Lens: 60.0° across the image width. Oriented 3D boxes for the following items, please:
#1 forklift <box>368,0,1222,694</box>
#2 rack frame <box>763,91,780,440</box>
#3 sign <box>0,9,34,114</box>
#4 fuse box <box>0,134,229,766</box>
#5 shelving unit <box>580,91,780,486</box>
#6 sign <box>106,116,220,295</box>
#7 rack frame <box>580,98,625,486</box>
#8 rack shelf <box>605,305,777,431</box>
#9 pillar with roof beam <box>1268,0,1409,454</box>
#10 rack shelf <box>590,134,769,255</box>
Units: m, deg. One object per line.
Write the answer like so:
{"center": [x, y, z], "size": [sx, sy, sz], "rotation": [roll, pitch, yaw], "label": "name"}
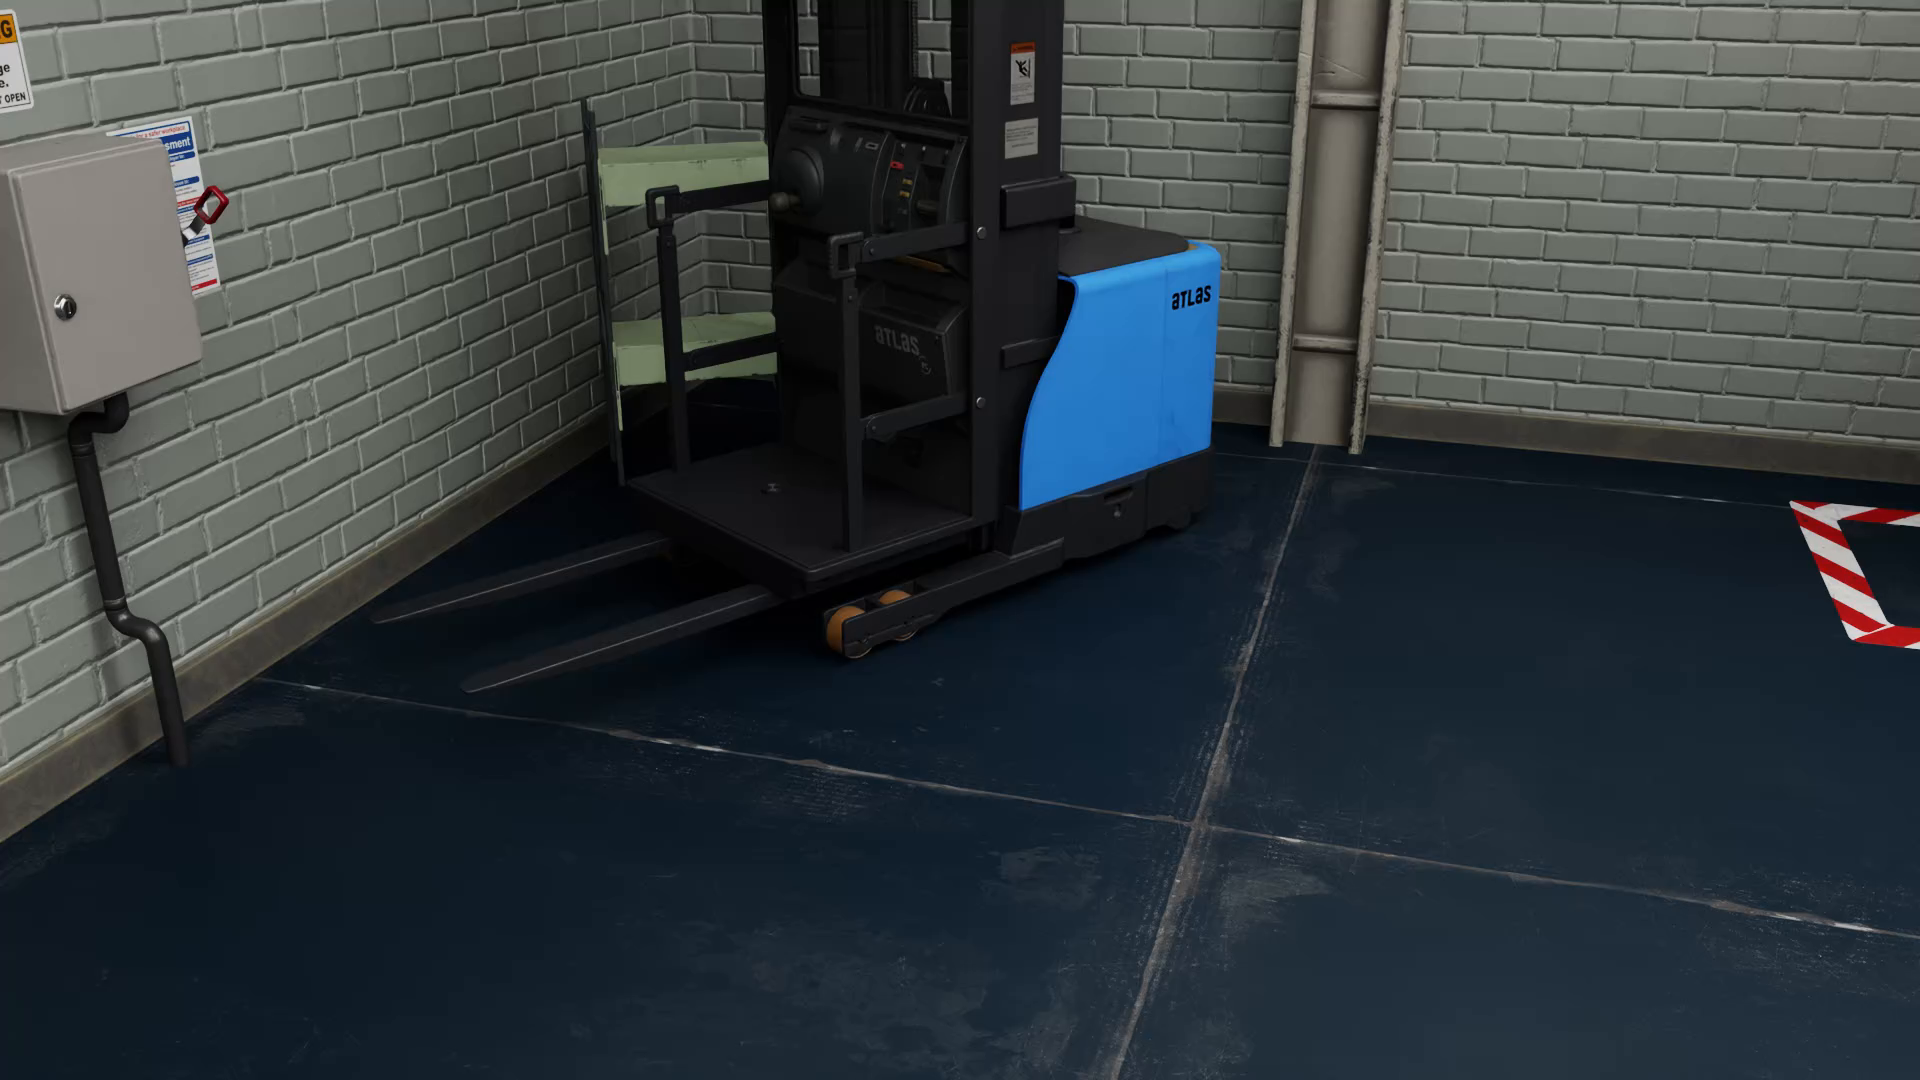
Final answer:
{"center": [-0.467, -1.199, 5.330], "size": [3.031, 2.935, 1.130], "rotation": [-19, 29, -38], "label": "forklift"}
{"center": [-0.736, -1.065, 6.890], "size": [0.023, 1.500, 0.400], "rotation": [-6, 23, -15], "label": "rack frame"}
{"center": [-2.399, -1.149, 4.030], "size": [0.001, 0.242, 0.339], "rotation": [7, 23, 16], "label": "sign"}
{"center": [-2.185, -0.168, 4.425], "size": [0.414, 1.711, 0.539], "rotation": [7, 23, 16], "label": "fuse box"}
{"center": [-1.087, -1.026, 6.795], "size": [0.755, 1.500, 0.431], "rotation": [-6, 23, -15], "label": "shelving unit"}
{"center": [-2.240, -0.923, 4.692], "size": [0.001, 0.494, 0.329], "rotation": [7, 23, 16], "label": "sign"}
{"center": [-1.438, -0.987, 6.699], "size": [0.023, 1.500, 0.400], "rotation": [-6, 23, -15], "label": "rack frame"}
{"center": [-1.087, -0.724, 6.918], "size": [0.720, 0.370, 0.431], "rotation": [-6, 23, -15], "label": "rack shelf"}
{"center": [0.340, -3.046, 1.838], "size": [0.400, 9.000, 9.100], "rotation": [7, 23, 16], "label": "pillar with roof beam"}
{"center": [-1.087, -1.387, 6.647], "size": [0.720, 0.370, 0.431], "rotation": [-6, 23, -15], "label": "rack shelf"}
